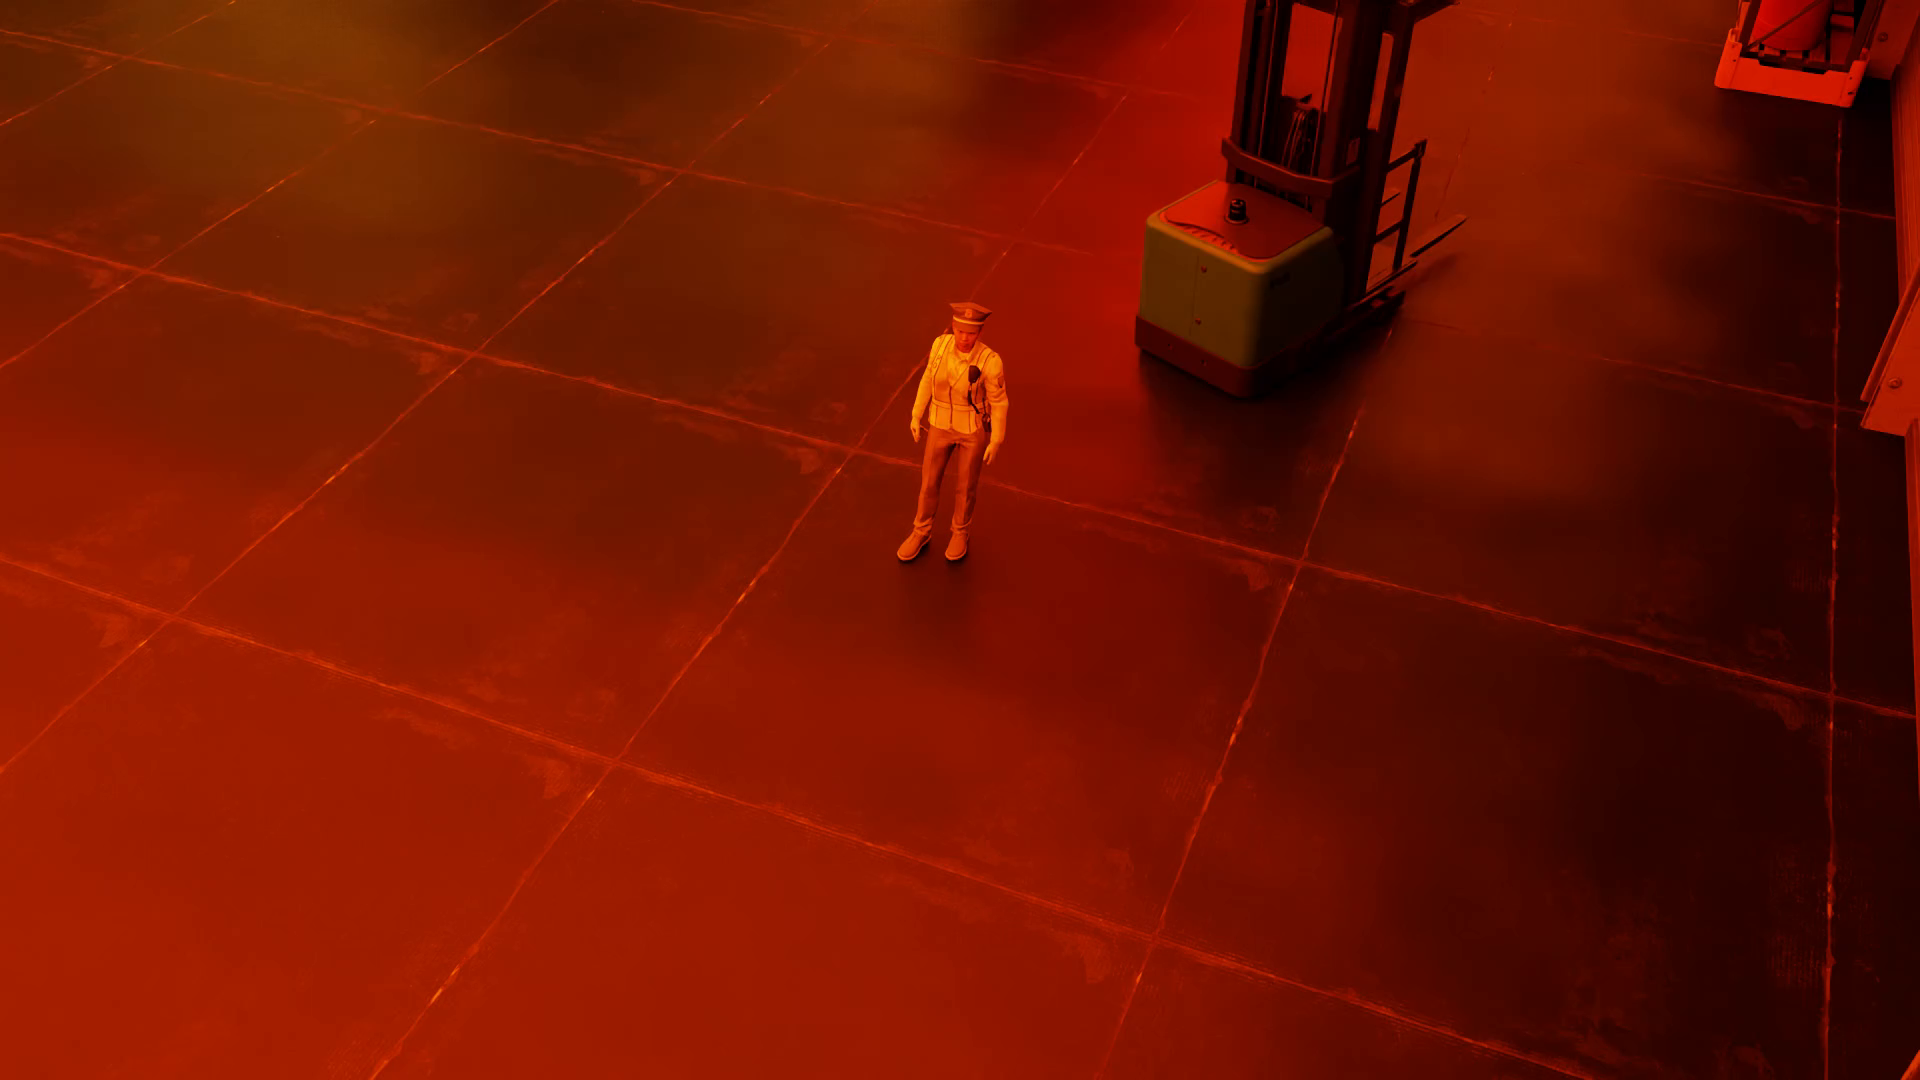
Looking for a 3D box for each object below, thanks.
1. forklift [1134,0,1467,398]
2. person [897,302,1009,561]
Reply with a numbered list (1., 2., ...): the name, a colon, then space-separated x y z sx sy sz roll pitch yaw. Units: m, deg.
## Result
1. forklift: 2.640 -2.934 11.511 3.031 2.935 1.130 -33 50 -33
2. person: -0.033 -0.616 9.695 0.586 1.694 0.530 15 42 17
